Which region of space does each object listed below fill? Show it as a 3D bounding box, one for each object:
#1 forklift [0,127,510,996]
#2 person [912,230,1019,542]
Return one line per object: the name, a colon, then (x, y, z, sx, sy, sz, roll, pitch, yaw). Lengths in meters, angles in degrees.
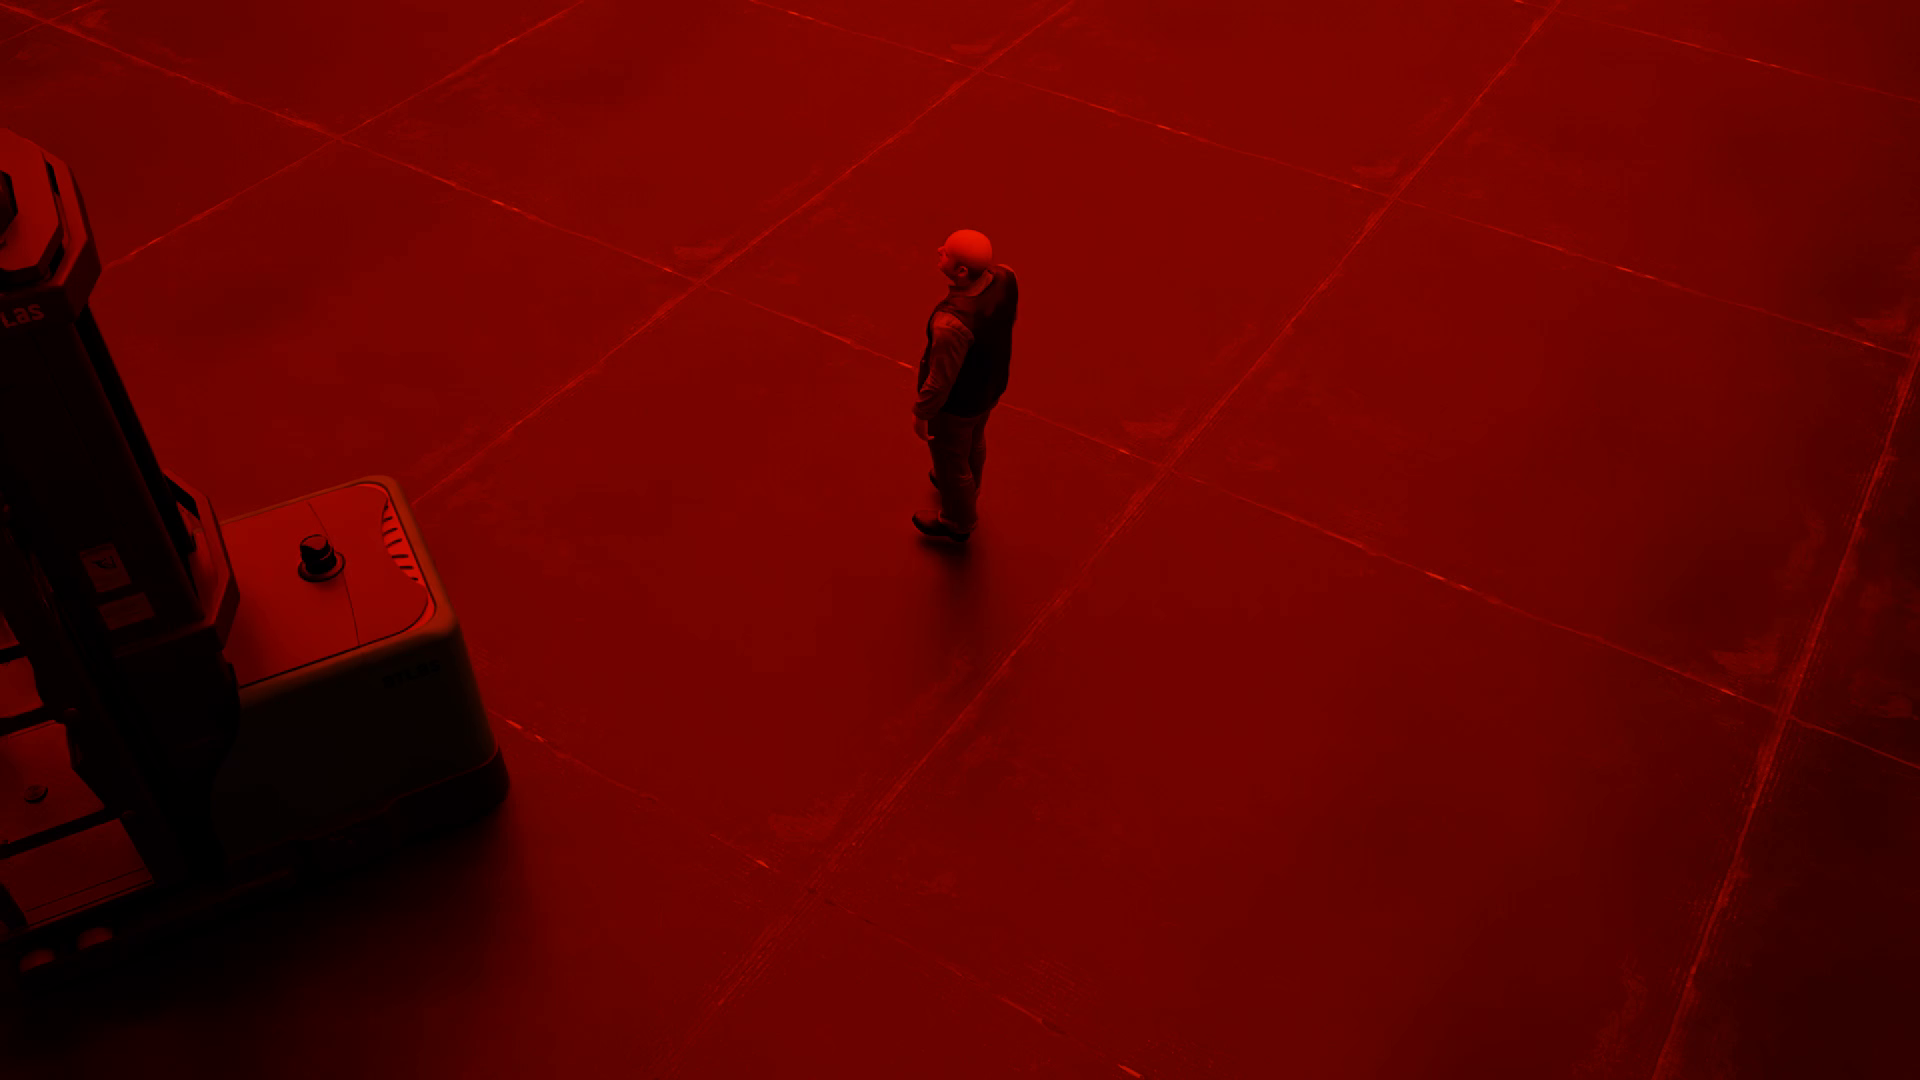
forklift: (-3.392, 0.197, 5.641, 3.031, 2.935, 1.130, -20, 47, -20)
person: (-0.049, -0.687, 7.383, 0.565, 1.722, 0.633, 24, 48, 23)
